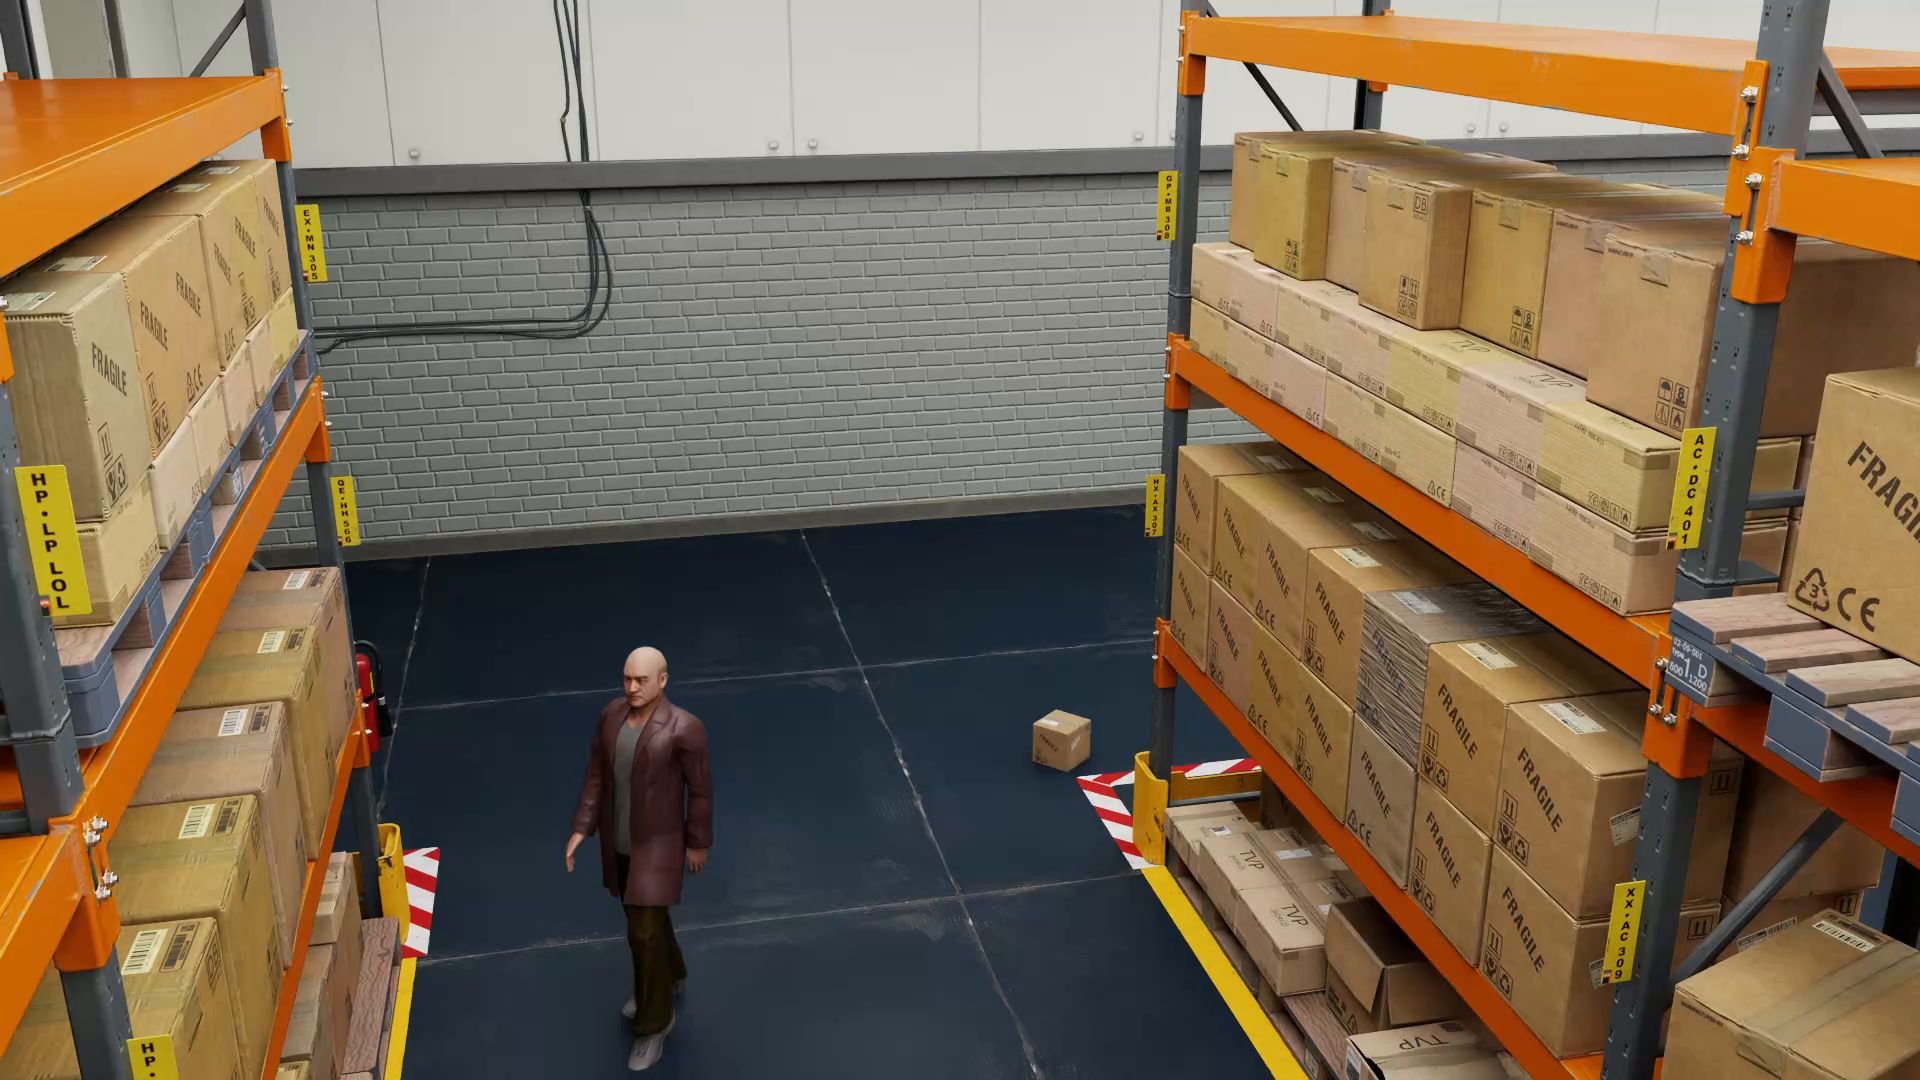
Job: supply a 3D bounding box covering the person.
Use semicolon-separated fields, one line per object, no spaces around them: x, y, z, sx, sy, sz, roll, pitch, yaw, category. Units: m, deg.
-1.415;1.372;7.236;0.576;1.853;0.601;12;23;31;person
